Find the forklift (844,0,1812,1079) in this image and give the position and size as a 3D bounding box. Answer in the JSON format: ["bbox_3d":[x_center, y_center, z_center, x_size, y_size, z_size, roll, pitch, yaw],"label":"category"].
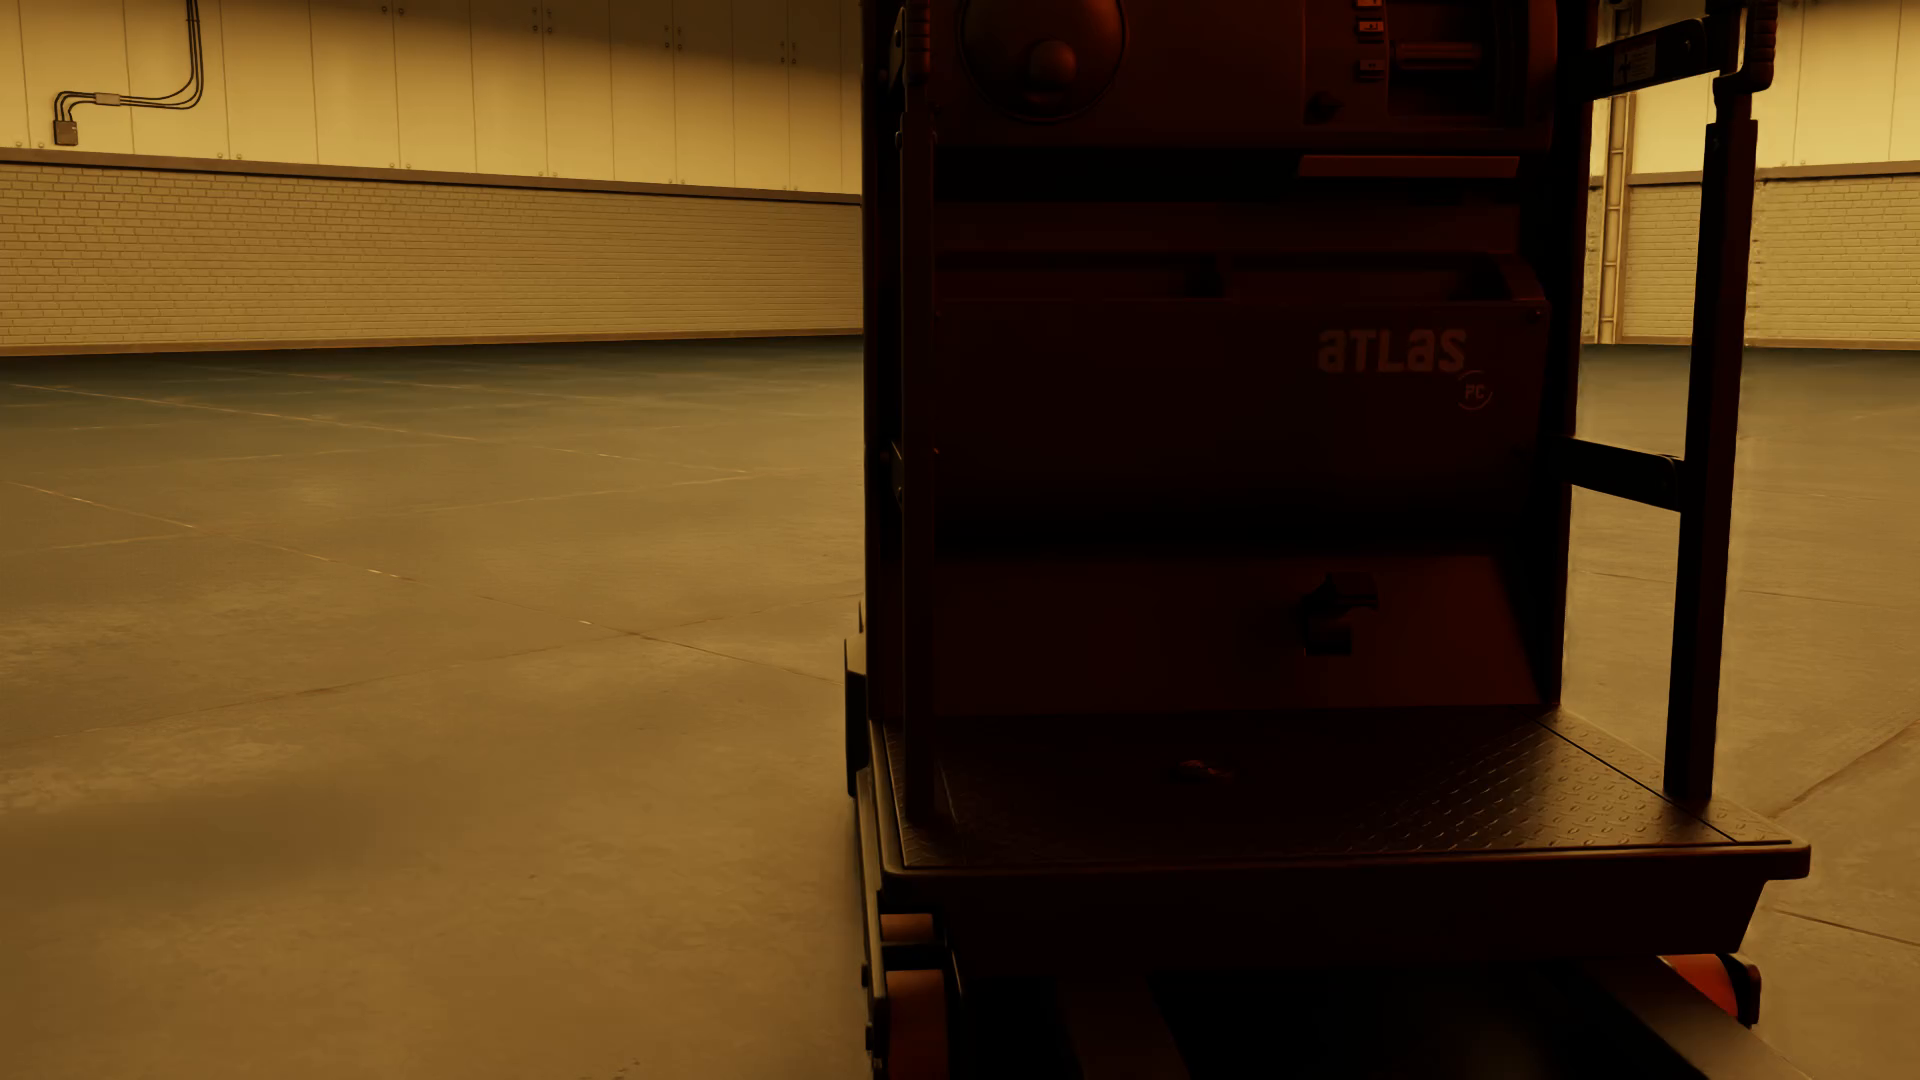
[{"bbox_3d":[0.418,-0.801,2.191,1.130,2.935,3.031,-1,9,-5],"label":"forklift"}]
